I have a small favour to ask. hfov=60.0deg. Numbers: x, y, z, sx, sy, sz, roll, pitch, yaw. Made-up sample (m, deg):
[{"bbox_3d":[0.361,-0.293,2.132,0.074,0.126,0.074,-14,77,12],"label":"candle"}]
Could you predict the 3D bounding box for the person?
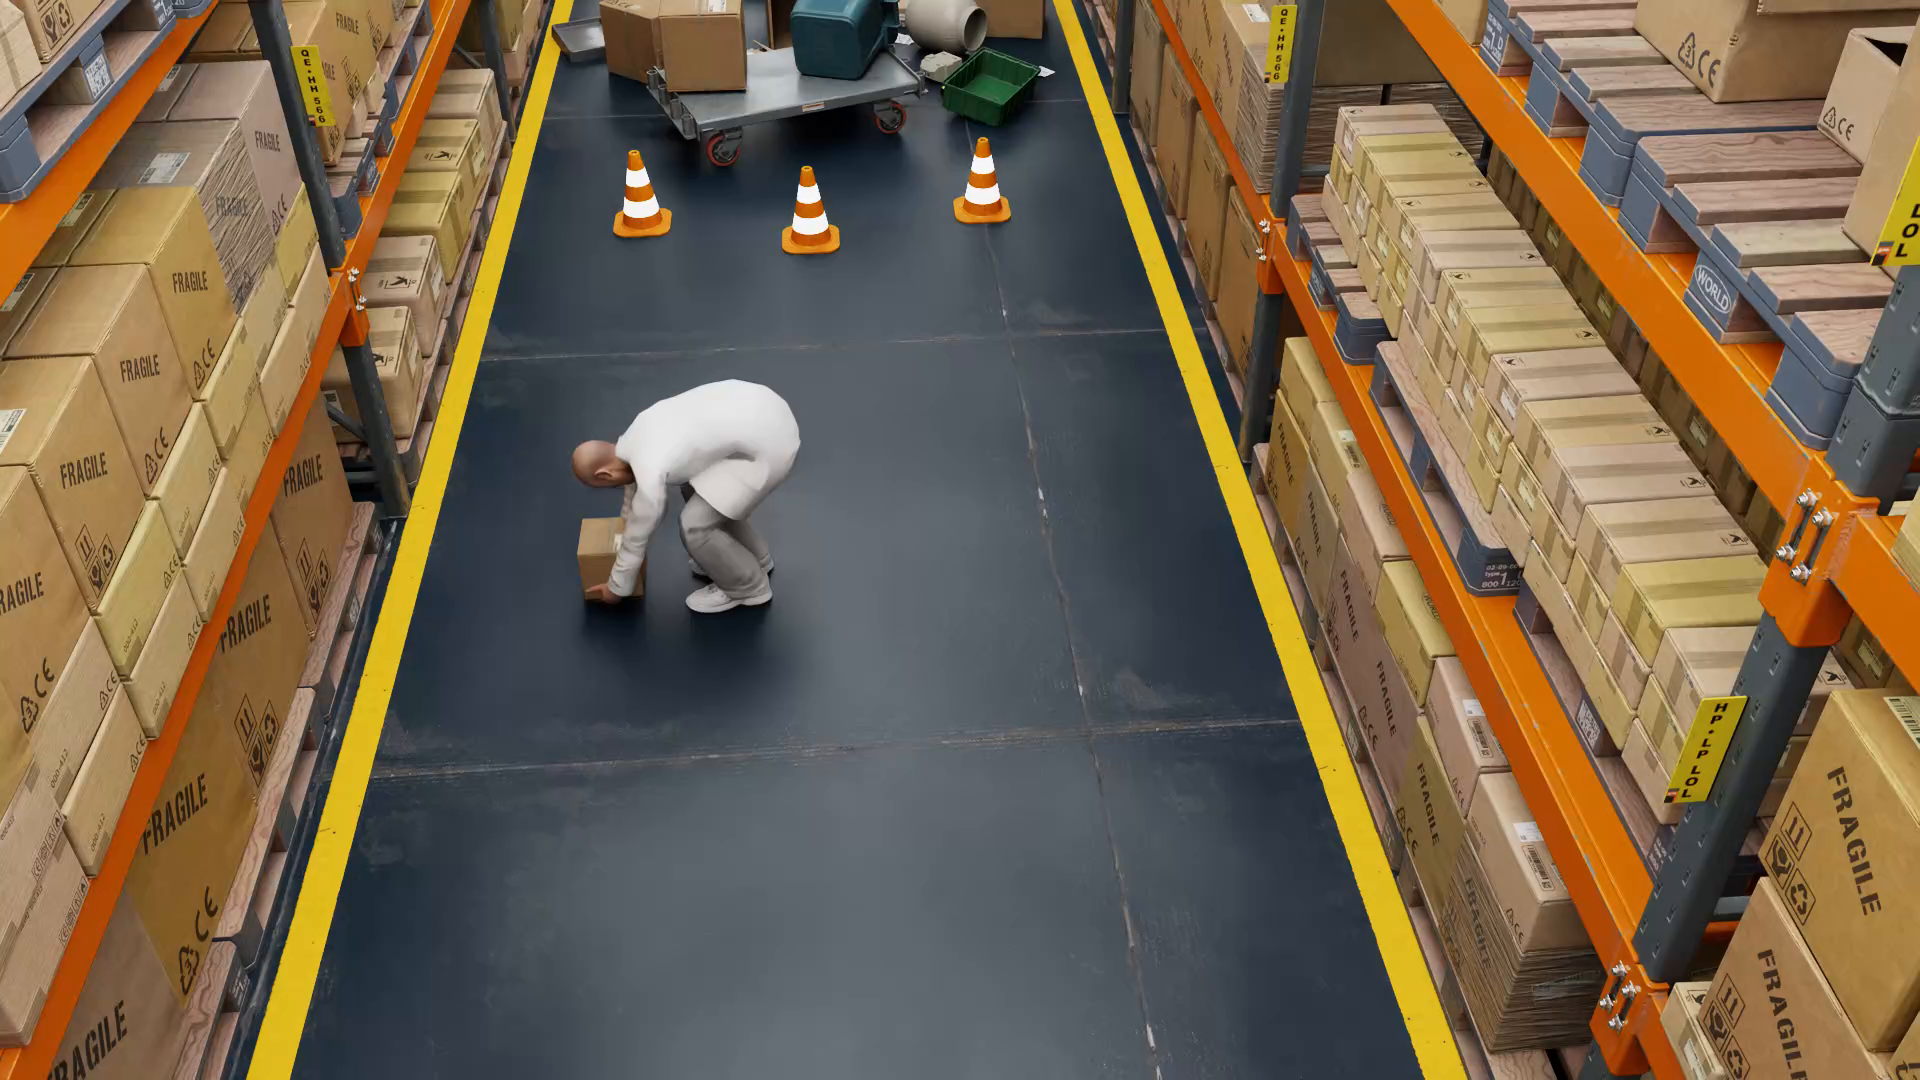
[{"bbox_3d":[-1.138,-0.180,7.004,0.960,1.008,0.578,-5,39,-6],"label":"person"}]
